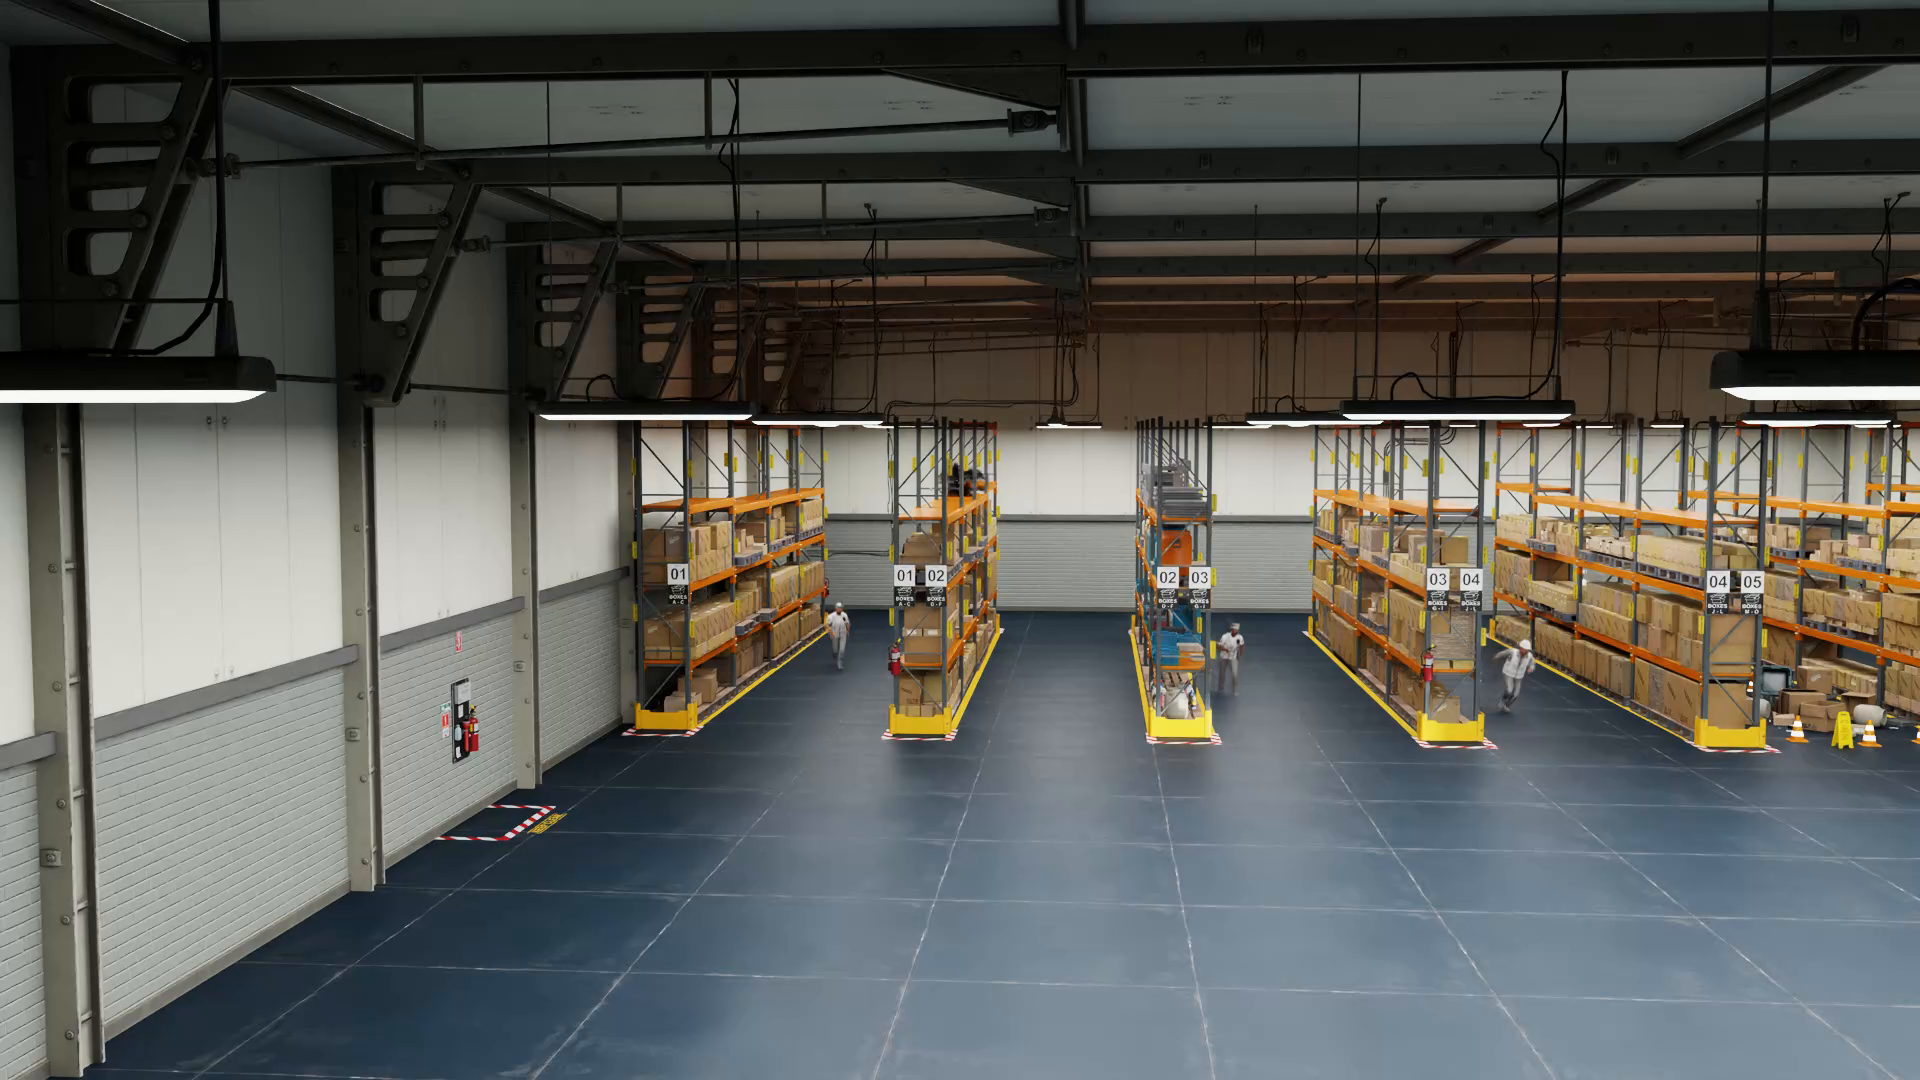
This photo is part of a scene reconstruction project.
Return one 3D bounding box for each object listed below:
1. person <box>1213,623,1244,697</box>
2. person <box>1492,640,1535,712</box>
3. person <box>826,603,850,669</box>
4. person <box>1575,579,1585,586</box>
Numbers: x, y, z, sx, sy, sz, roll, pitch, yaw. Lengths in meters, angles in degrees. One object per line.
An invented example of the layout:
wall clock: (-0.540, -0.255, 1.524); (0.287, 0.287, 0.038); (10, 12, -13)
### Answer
person: (5.832, 2.595, 36.135); (0.658, 1.609, 0.827); (1, 4, 12)
person: (11.238, 2.747, 33.617); (0.657, 1.537, 1.009); (0, 4, -2)
person: (-2.948, 2.310, 40.199); (0.607, 1.601, 0.613); (-1, 4, -11)
person: (17.643, 1.729, 47.490); (0.840, 1.814, 0.683); (0, 4, -6)
